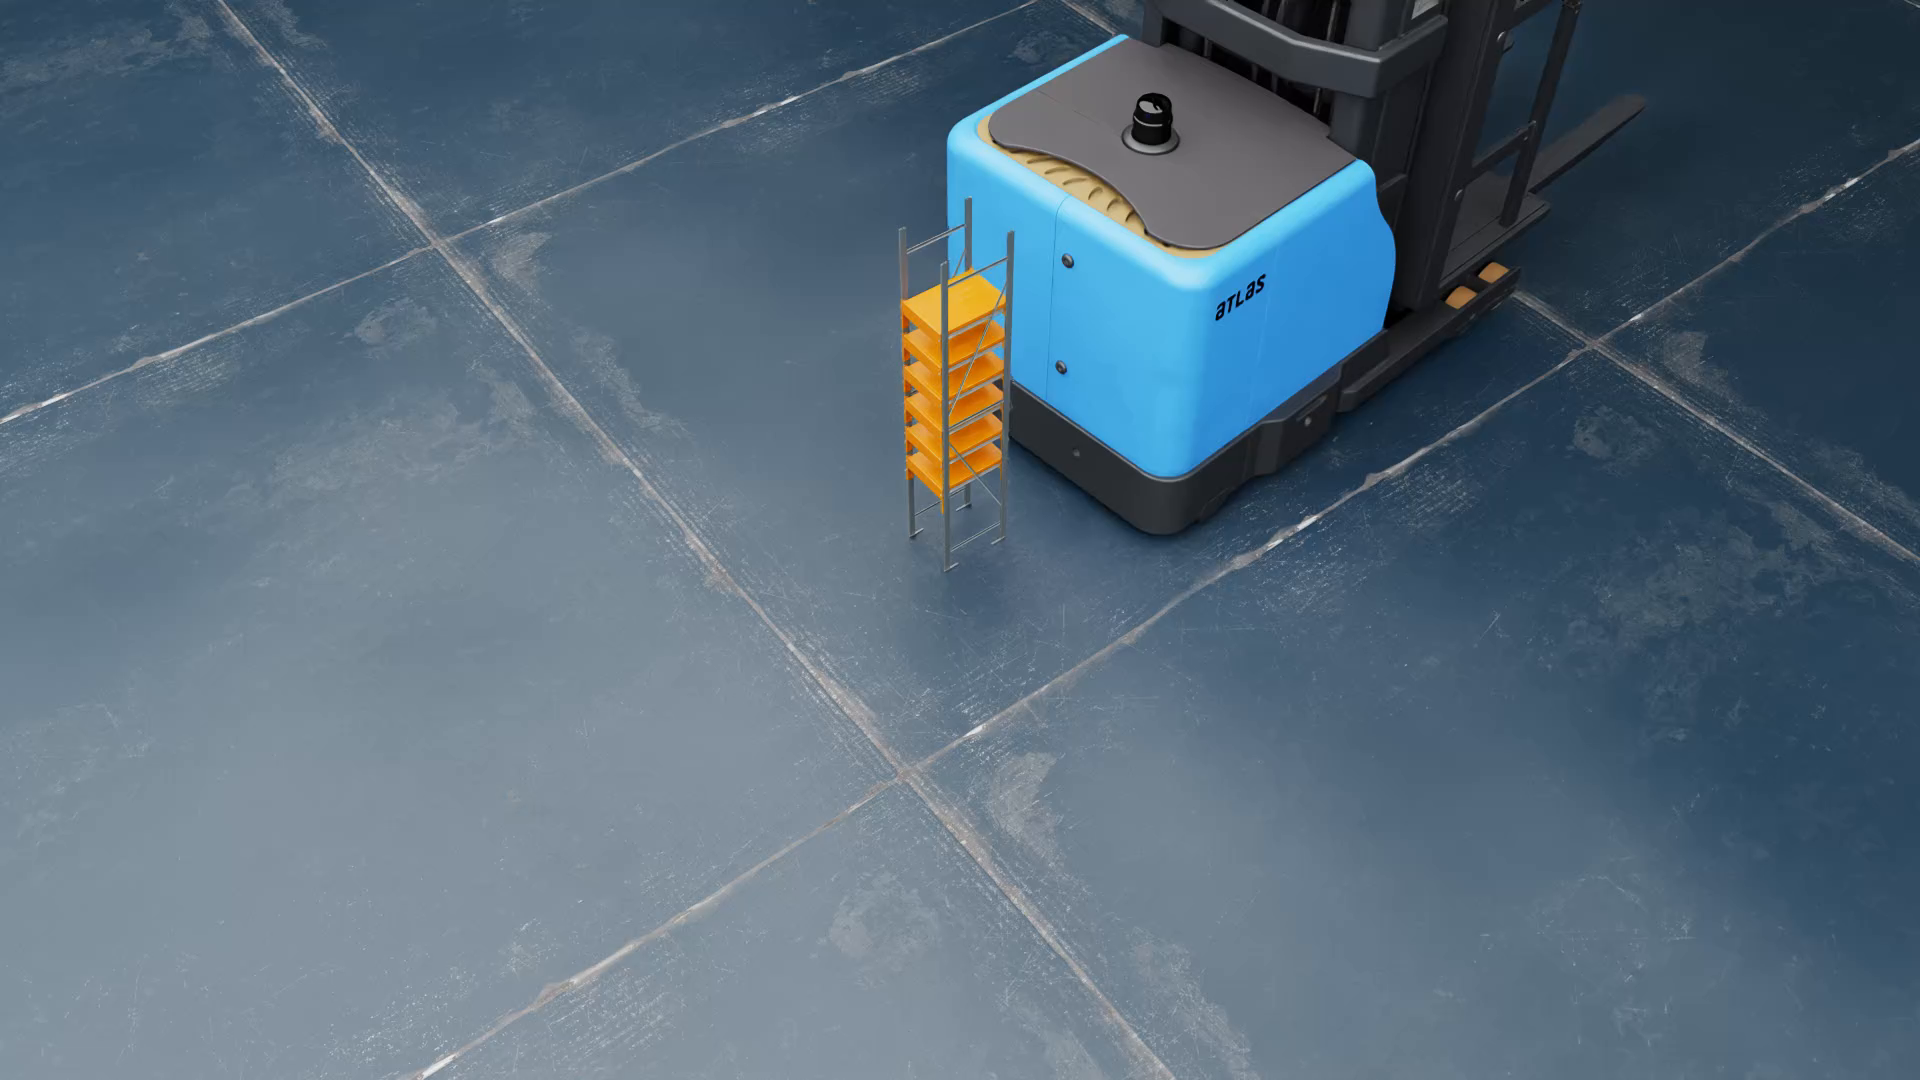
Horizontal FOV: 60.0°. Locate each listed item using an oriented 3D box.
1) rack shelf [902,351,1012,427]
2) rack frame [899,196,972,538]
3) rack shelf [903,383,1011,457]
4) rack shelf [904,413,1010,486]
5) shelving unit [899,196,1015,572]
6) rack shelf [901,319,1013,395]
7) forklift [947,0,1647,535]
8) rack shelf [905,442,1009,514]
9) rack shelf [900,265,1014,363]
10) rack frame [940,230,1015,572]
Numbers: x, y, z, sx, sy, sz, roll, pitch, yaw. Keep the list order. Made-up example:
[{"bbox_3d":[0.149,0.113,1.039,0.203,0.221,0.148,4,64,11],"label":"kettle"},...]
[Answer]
[{"bbox_3d":[-0.009,-0.462,4.757,0.258,0.103,0.180,-29,54,-24],"label":"rack shelf"},{"bbox_3d":[-0.064,-0.465,4.862,0.240,1.200,0.006,-29,54,-24],"label":"rack frame"},{"bbox_3d":[-0.009,-0.382,4.846,0.258,0.103,0.180,-29,54,-24],"label":"rack shelf"},{"bbox_3d":[-0.009,-0.301,4.935,0.258,0.103,0.180,-29,54,-24],"label":"rack shelf"},{"bbox_3d":[-0.009,-0.412,4.813,0.258,1.200,0.189,-29,54,-24],"label":"shelving unit"},{"bbox_3d":[-0.009,-0.543,4.668,0.258,0.103,0.180,-29,54,-24],"label":"rack shelf"},{"bbox_3d":[1.363,-1.971,5.058,3.031,2.935,1.130,-35,57,-27],"label":"forklift"},{"bbox_3d":[-0.009,-0.220,5.024,0.258,0.103,0.180,-29,54,-24],"label":"rack shelf"},{"bbox_3d":[-0.009,-0.623,4.579,0.258,0.103,0.180,-29,54,-24],"label":"rack shelf"},{"bbox_3d":[0.047,-0.358,4.764,0.240,1.200,0.006,-29,54,-24],"label":"rack frame"}]
